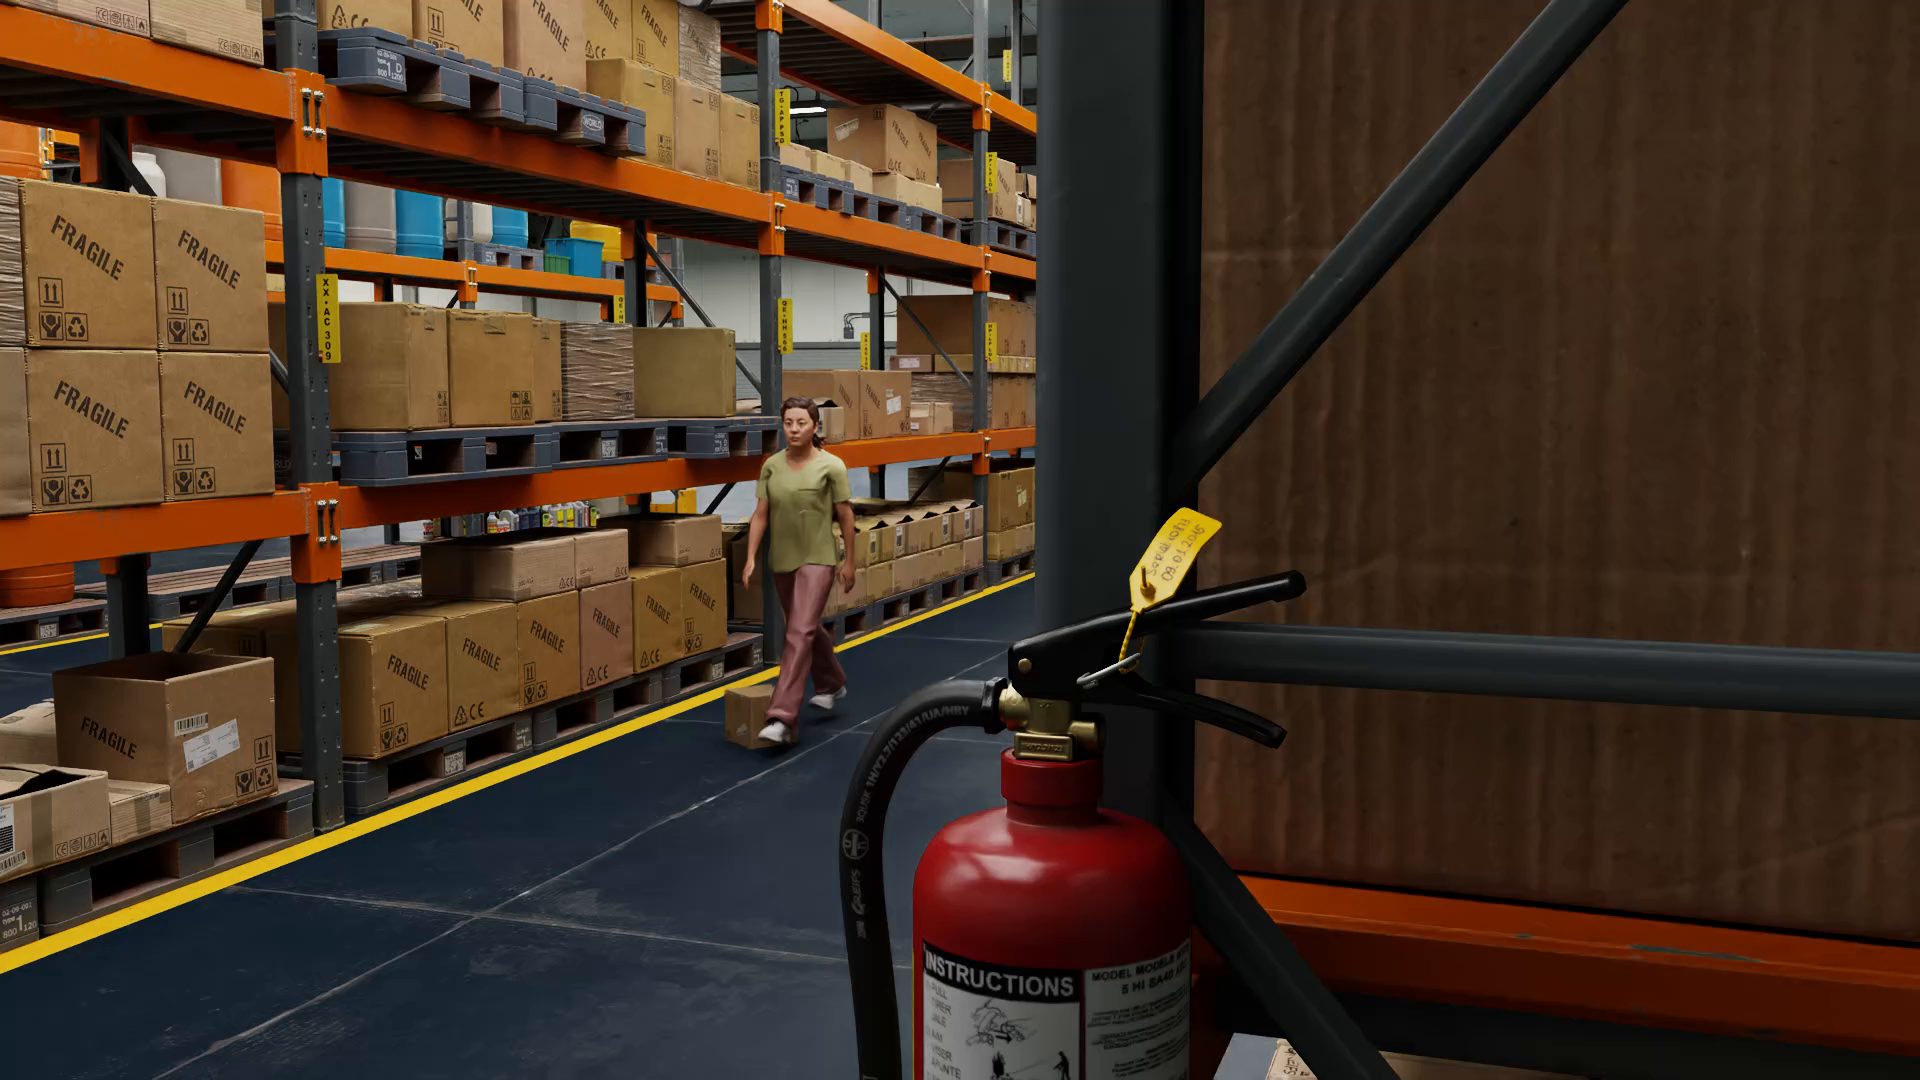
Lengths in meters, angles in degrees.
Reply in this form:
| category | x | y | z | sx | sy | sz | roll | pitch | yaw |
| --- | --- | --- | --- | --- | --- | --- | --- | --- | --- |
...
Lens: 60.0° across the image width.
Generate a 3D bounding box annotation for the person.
| category | x | y | z | sx | sy | sz | roll | pitch | yaw |
| --- | --- | --- | --- | --- | --- | --- | --- | --- | --- |
| person | -0.773 | 0.112 | 7.969 | 0.460 | 1.601 | 1.116 | 2 | 6 | 22 |
